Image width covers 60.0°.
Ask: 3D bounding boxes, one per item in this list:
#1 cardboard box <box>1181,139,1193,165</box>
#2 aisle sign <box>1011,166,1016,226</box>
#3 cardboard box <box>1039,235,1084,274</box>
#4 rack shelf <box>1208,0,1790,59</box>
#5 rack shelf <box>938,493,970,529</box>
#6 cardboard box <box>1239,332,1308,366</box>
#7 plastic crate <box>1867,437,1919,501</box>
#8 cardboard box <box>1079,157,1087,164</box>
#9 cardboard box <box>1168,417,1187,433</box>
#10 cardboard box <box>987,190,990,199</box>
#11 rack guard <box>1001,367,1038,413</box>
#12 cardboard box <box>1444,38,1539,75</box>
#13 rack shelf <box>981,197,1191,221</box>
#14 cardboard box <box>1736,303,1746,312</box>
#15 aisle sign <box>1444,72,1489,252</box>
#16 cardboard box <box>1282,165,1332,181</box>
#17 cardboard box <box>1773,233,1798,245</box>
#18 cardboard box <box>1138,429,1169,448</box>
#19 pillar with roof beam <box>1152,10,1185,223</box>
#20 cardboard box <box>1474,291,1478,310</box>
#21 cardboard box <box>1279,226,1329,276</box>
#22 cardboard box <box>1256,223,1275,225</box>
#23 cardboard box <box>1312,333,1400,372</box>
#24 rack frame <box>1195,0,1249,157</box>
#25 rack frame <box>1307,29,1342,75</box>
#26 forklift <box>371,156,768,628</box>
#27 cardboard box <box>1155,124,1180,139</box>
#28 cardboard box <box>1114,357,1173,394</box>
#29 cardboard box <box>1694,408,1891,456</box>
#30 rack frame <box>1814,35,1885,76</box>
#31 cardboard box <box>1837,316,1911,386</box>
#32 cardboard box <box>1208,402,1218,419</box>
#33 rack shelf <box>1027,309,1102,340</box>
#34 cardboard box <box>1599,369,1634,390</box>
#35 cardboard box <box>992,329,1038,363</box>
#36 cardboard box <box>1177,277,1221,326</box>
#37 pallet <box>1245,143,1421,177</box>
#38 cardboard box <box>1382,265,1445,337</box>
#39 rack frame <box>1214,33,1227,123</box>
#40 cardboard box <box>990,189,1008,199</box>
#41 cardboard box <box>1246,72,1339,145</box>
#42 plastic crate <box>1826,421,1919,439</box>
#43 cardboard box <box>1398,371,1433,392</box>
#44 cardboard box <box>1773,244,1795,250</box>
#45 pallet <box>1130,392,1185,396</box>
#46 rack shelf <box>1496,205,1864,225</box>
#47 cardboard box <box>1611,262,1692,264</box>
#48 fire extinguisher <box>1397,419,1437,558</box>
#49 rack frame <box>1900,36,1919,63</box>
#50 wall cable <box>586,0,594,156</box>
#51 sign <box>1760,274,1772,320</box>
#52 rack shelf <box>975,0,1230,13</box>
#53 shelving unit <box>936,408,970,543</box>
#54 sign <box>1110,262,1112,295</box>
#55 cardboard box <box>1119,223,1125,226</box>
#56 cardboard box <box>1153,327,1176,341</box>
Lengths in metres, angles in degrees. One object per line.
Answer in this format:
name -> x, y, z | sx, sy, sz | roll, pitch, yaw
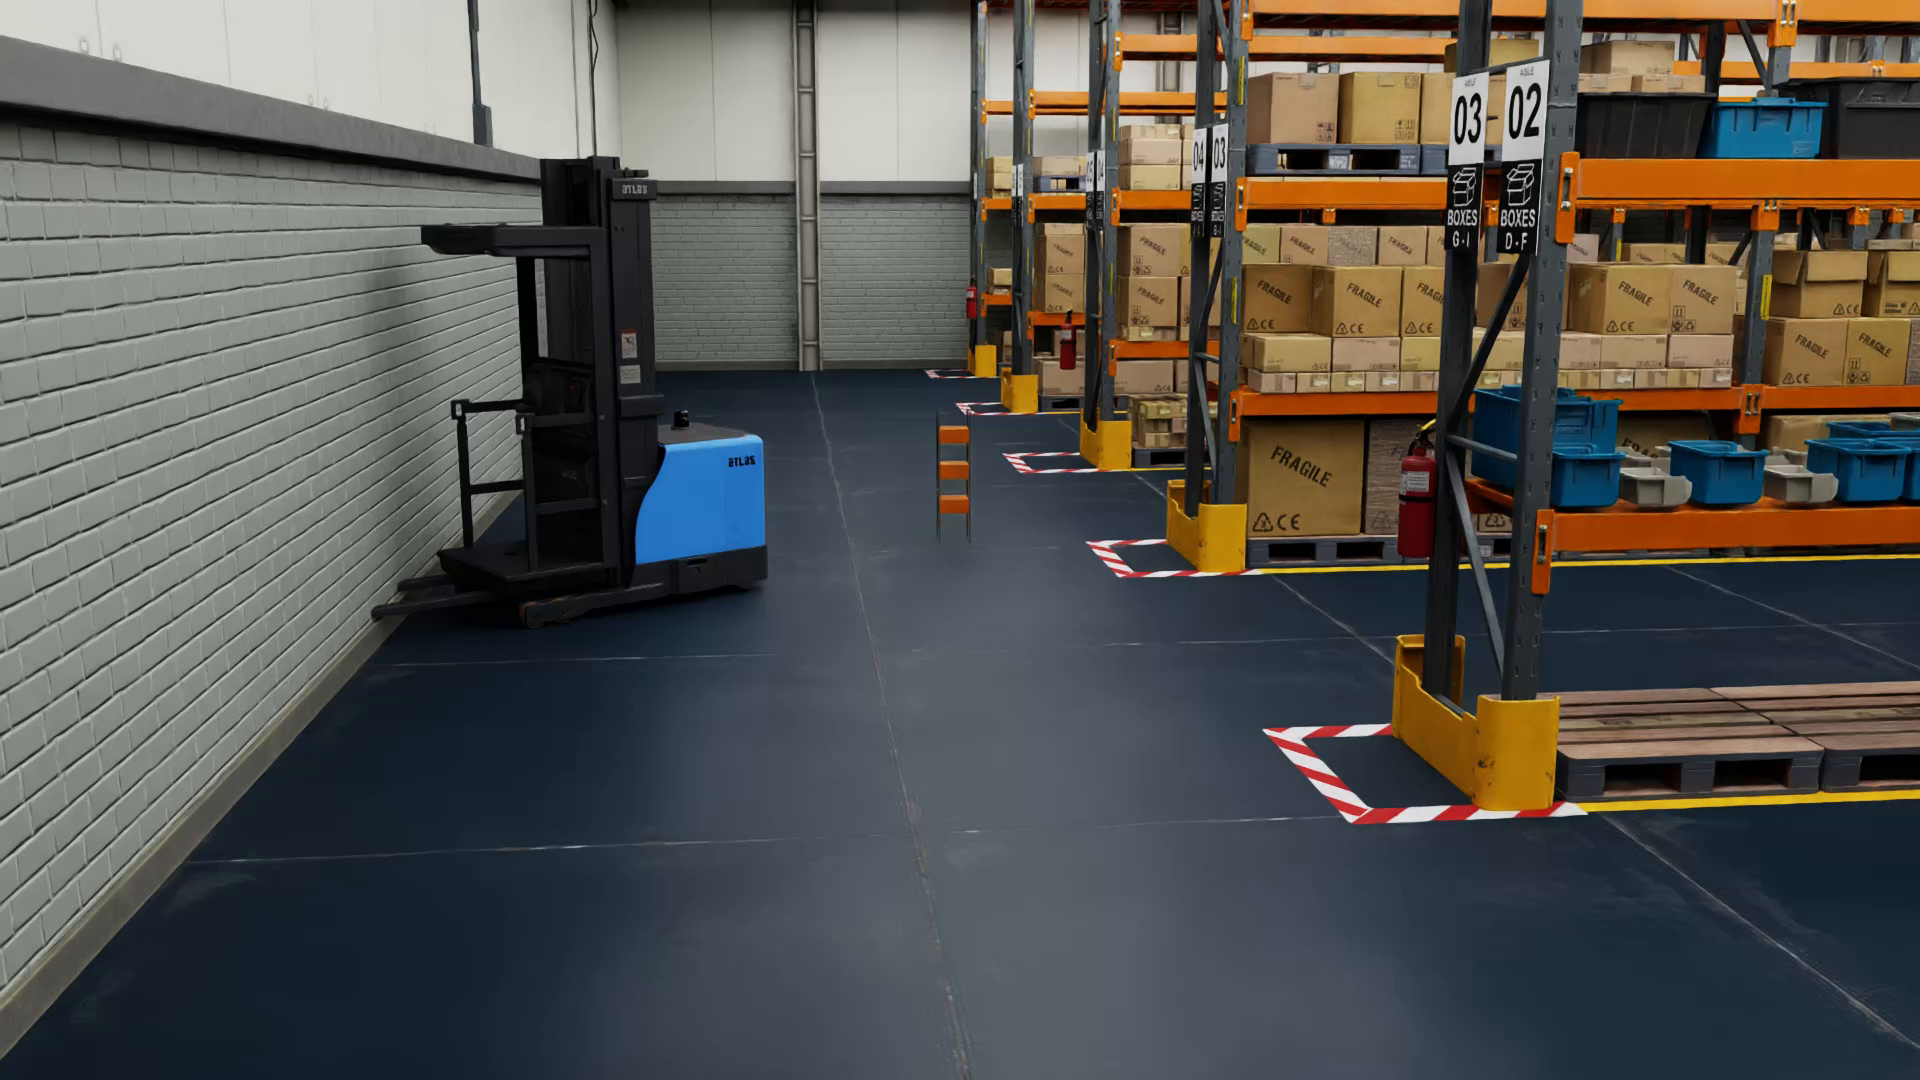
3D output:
cardboard box -> 2.439, -3.914, 16.819 | 0.500, 0.250, 0.500 | -1, 11, -7
aisle sign -> 0.716, -4.581, 22.154 | 0.004, 0.787, 0.394 | -1, 11, -6
cardboard box -> 1.329, -3.742, 21.777 | 0.500, 0.500, 0.500 | -1, 11, -7
rack shelf -> 3.879, -3.783, 12.185 | 4.000, 0.370, 1.077 | -1, 11, -6
rack shelf -> -0.053, -0.231, 13.317 | 0.240, 0.259, 0.215 | -1, 11, -6
cardboard box -> 2.344, -1.480, 12.739 | 0.500, 0.250, 0.500 | -1, 11, -7
plastic crate -> 4.314, -0.320, 7.498 | 0.300, 0.233, 0.416 | -1, 11, -6
cardboard box -> 1.755, -5.970, 26.504 | 0.500, 0.250, 0.500 | -1, 11, -7
cardboard box -> 2.283, -1.210, 17.277 | 0.250, 0.149, 0.380 | -1, 11, -6
cardboard box -> 0.574, -5.599, 26.946 | 0.250, 0.149, 0.380 | -1, 11, -5
rack guard -> 0.797, -2.020, 22.349 | 0.348, 0.500, 1.175 | -1, 11, -6
cardboard box -> 3.900, -3.531, 12.226 | 0.500, 0.250, 0.500 | -2, 11, -8
rack shelf -> 2.270, -5.360, 26.944 | 4.000, 0.370, 1.077 | -1, 11, -6
cardboard box -> 8.218, -2.436, 17.548 | 0.250, 0.149, 0.380 | -1, 11, -7
aisle sign -> 2.323, -1.727, 7.639 | 0.004, 0.787, 0.394 | -1, 11, -6
cardboard box -> 3.479, -3.691, 16.979 | 0.500, 0.250, 0.500 | -1, 11, -6
cardboard box -> 11.362, -4.137, 22.834 | 0.250, 0.149, 0.380 | -2, 11, -9
cardboard box -> 2.011, -1.057, 17.270 | 0.250, 0.149, 0.380 | -1, 11, -5
pillar with roof beam -> 3.933, -6.559, 23.403 | 0.400, 9.000, 9.100 | -1, 11, -6
cardboard box -> 6.787, -3.243, 22.477 | 0.500, 0.250, 0.500 | -1, 11, -7
cardboard box -> 3.458, -2.974, 17.097 | 0.500, 0.500, 0.500 | -2, 11, -8
cardboard box -> 4.003, -4.133, 22.083 | 0.250, 0.149, 0.380 | -1, 11, -6
cardboard box -> 2.914, -1.390, 12.278 | 0.500, 0.250, 0.500 | -1, 11, -7
rack frame -> 1.891, -4.291, 11.865 | 0.127, 3.000, 1.000 | -1, 11, -6
rack frame -> 4.798, -6.274, 21.955 | 0.127, 3.000, 1.000 | -1, 11, -6
forklift -> -2.804, -0.993, 10.822 | 3.031, 2.935, 1.130 | -9, 14, -39
cardboard box -> 2.058, -4.104, 16.753 | 0.250, 0.149, 0.380 | -1, 11, -4
cardboard box -> 2.375, -2.250, 22.590 | 0.875, 0.438, 0.875 | -1, 11, -5
cardboard box -> 6.502, -0.611, 13.119 | 0.875, 0.875, 1.225 | -1, 11, -6
rack frame -> 9.409, -5.411, 17.561 | 0.127, 3.000, 1.000 | -1, 11, -6
cardboard box -> 6.852, -1.452, 12.717 | 0.500, 0.500, 0.500 | -1, 11, -6
cardboard box -> 2.539, -1.355, 17.242 | 0.250, 0.149, 0.380 | -1, 11, -6
rack shelf -> 2.809, -2.936, 22.392 | 4.000, 0.370, 1.077 | -1, 11, -6
cardboard box -> 4.833, -1.222, 12.458 | 0.250, 0.149, 0.380 | -1, 11, -5
cardboard box -> 0.900, -3.175, 27.125 | 0.637, 0.503, 0.797 | -2, 11, -8
cardboard box -> 2.462, -2.468, 17.114 | 0.500, 0.500, 0.500 | -1, 11, -6
pallet -> 2.628, -2.793, 12.251 | 1.213, 0.211, 1.003 | -1, 11, -6
cardboard box -> 3.409, -1.768, 12.258 | 0.500, 0.500, 0.500 | -2, 11, -8
rack frame -> 4.258, -7.226, 26.797 | 0.127, 3.000, 1.000 | -1, 11, -6
cardboard box -> 0.623, -5.510, 26.494 | 0.250, 0.149, 0.380 | -1, 11, -5
cardboard box -> 2.402, -3.144, 12.202 | 0.500, 0.500, 0.700 | -2, 11, -10
plastic crate -> 4.440, -0.436, 8.090 | 0.300, 0.233, 0.416 | -1, 11, -6
cardboard box -> 3.301, -1.190, 12.294 | 0.250, 0.149, 0.380 | -1, 11, -7
cardboard box -> 11.310, -3.825, 22.928 | 0.500, 0.500, 0.500 | -1, 11, -4
pallet -> 2.818, -1.936, 22.666 | 1.213, 0.211, 1.003 | -1, 11, -6
rack shelf -> 7.421, -3.544, 17.708 | 4.000, 0.370, 1.077 | -1, 11, -6
cardboard box -> 5.364, -1.910, 12.979 | 0.500, 0.500, 0.500 | -1, 11, -6
fire extinguisher -> 2.227, -0.260, 8.083 | 0.183, 0.674, 0.296 | -1, 11, -6
rack frame -> 16.188, -7.476, 28.069 | 0.127, 3.000, 1.000 | -1, 11, -6
wall cable -> -4.882, -6.163, 21.388 | 0.029, 3.000, 2.355 | -1, 11, -6
sign -> 5.929, -1.787, 12.235 | 0.005, 0.325, 0.100 | -1, 11, -6
rack shelf -> 2.270, -8.462, 26.334 | 4.000, 0.370, 1.077 | -1, 11, -6
shelving unit -> -0.053, -0.514, 13.261 | 0.252, 1.050, 0.215 | -1, 11, -6
sign -> 1.515, -2.621, 16.680 | 0.005, 0.325, 0.100 | -1, 11, -6
cardboard box -> 1.987, -4.071, 21.768 | 0.250, 0.149, 0.380 | -2, 11, -8
cardboard box -> 2.062, -2.134, 17.098 | 0.250, 0.149, 0.380 | -1, 11, -4
